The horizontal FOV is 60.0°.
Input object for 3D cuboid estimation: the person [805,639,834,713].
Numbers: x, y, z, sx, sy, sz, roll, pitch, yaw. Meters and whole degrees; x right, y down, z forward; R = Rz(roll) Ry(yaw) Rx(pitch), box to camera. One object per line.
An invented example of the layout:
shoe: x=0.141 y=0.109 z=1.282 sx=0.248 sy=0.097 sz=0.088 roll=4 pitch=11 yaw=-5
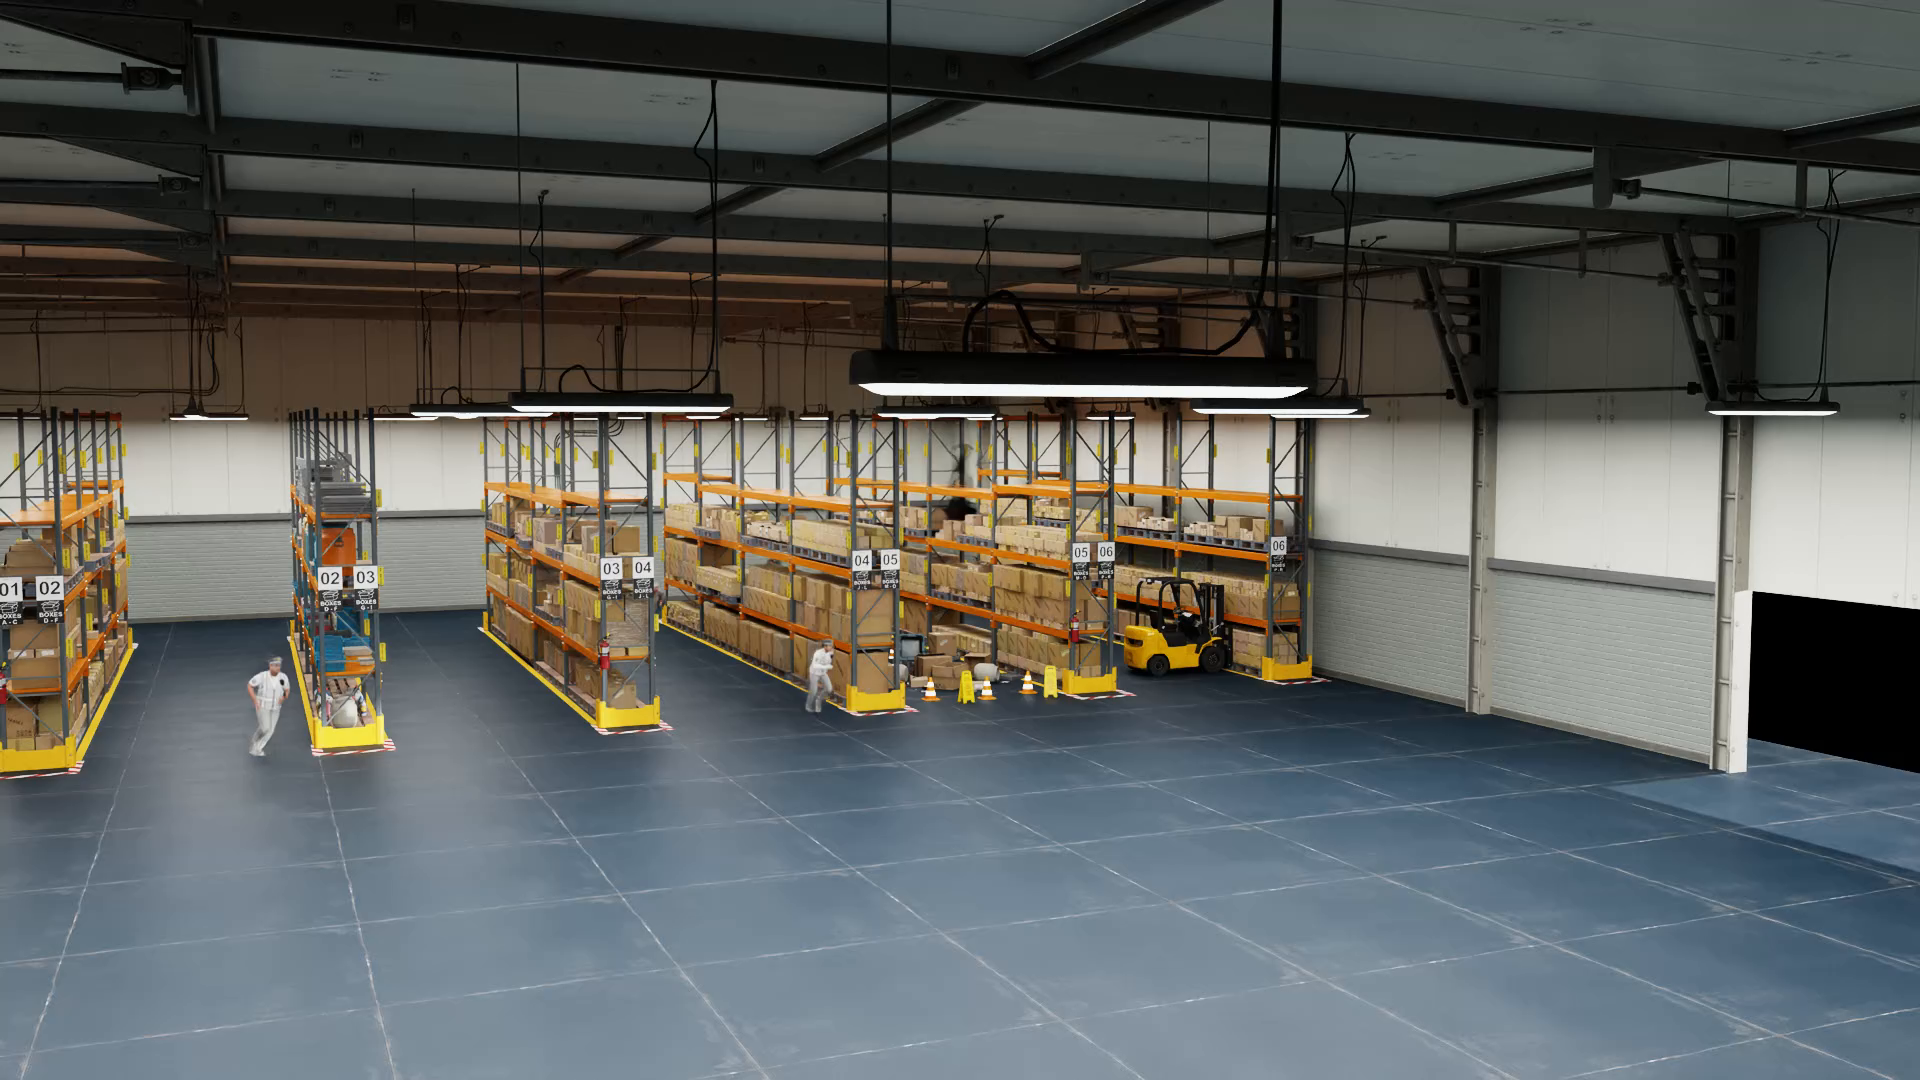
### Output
person: x=-2.721 y=2.665 z=32.718 sx=0.639 sy=1.512 sz=0.892 roll=-4 pitch=6 yaw=-45

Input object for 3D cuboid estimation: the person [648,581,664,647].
person: x=-8.049 y=1.890 z=43.052 sx=0.706 sy=1.731 sz=1.052 roll=-3 pitch=5 yaw=-33

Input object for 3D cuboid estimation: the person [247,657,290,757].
person: x=-11.894 y=2.864 z=28.663 sx=0.681 sy=1.697 sz=0.613 roll=-4 pitch=6 yaw=-44

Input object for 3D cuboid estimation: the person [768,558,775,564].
person: x=-5.670 y=1.350 z=50.398 sx=0.933 sy=1.652 sz=0.598 roll=-3 pitch=5 yaw=-32
